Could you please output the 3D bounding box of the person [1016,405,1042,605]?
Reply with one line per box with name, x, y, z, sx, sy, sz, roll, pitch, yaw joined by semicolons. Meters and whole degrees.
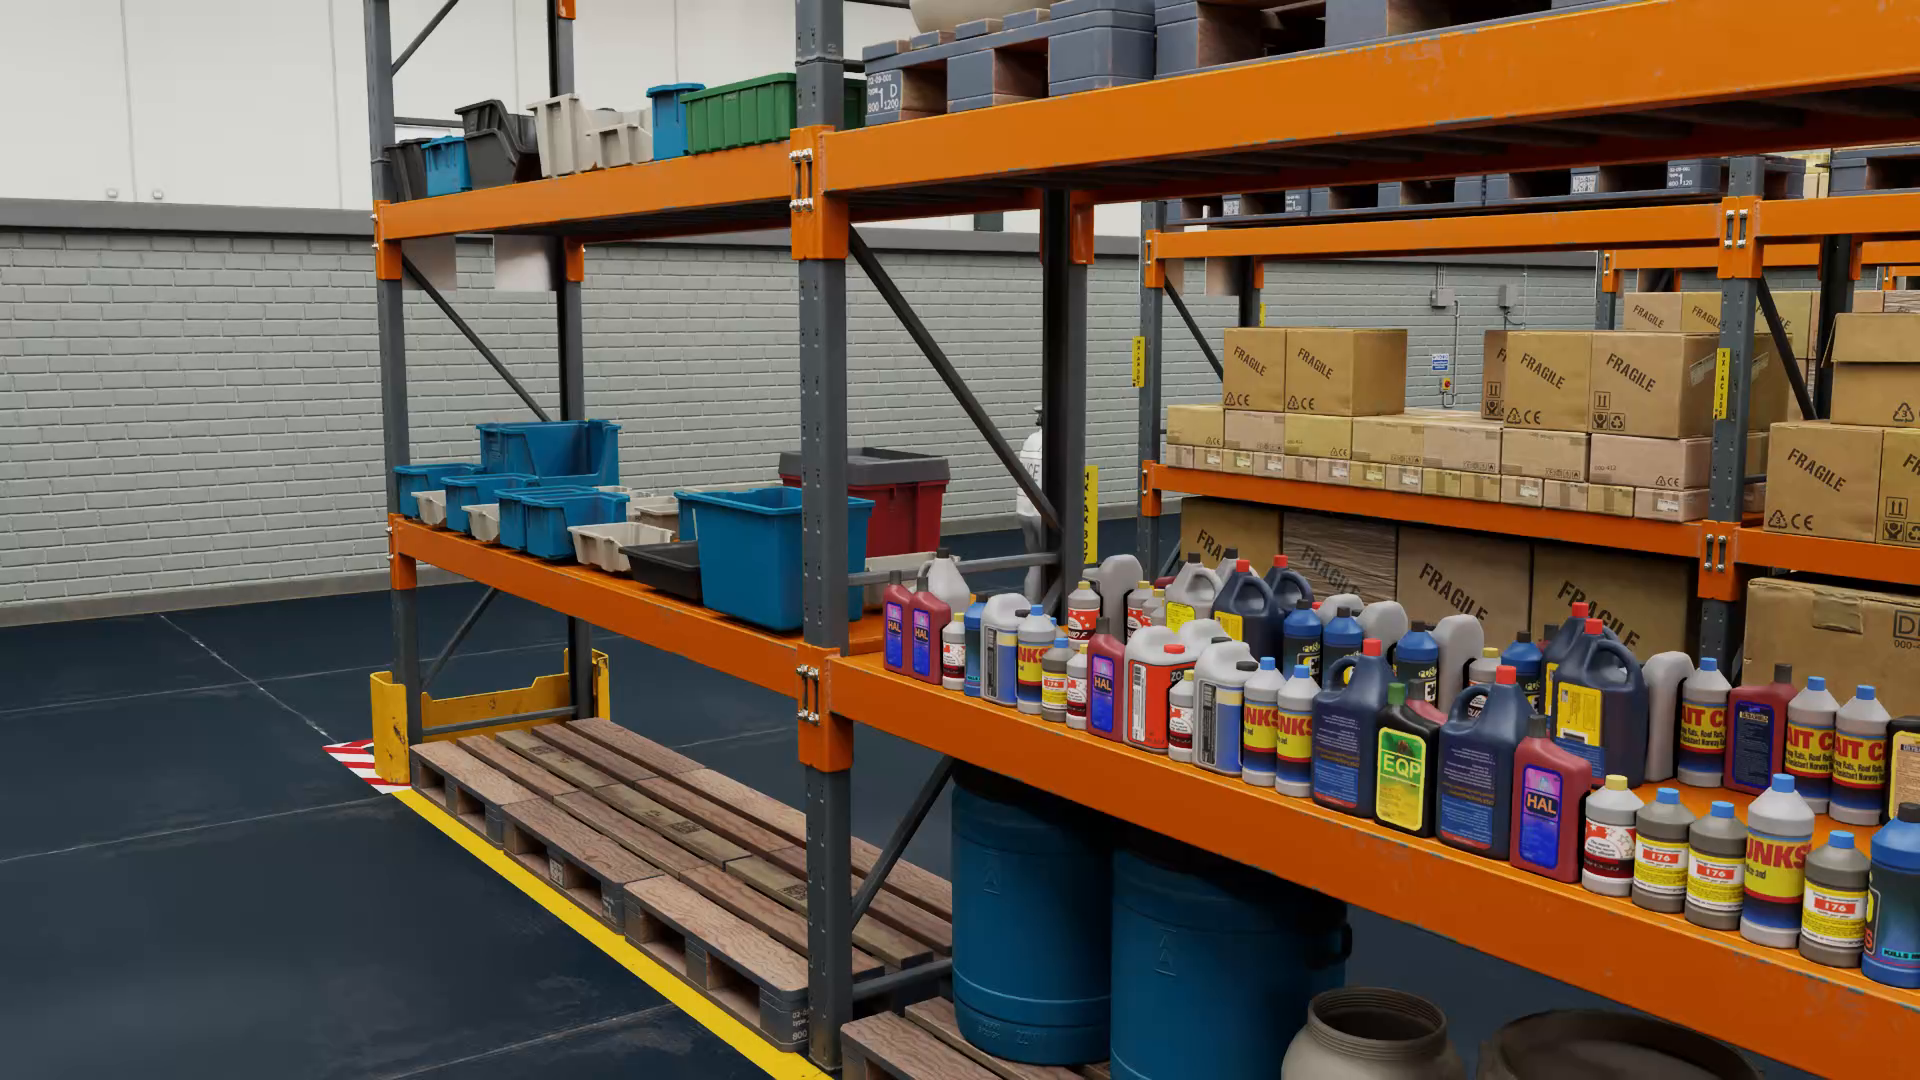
person;0.628;-0.165;11.991;0.391;1.663;0.530;-5;9;-31
